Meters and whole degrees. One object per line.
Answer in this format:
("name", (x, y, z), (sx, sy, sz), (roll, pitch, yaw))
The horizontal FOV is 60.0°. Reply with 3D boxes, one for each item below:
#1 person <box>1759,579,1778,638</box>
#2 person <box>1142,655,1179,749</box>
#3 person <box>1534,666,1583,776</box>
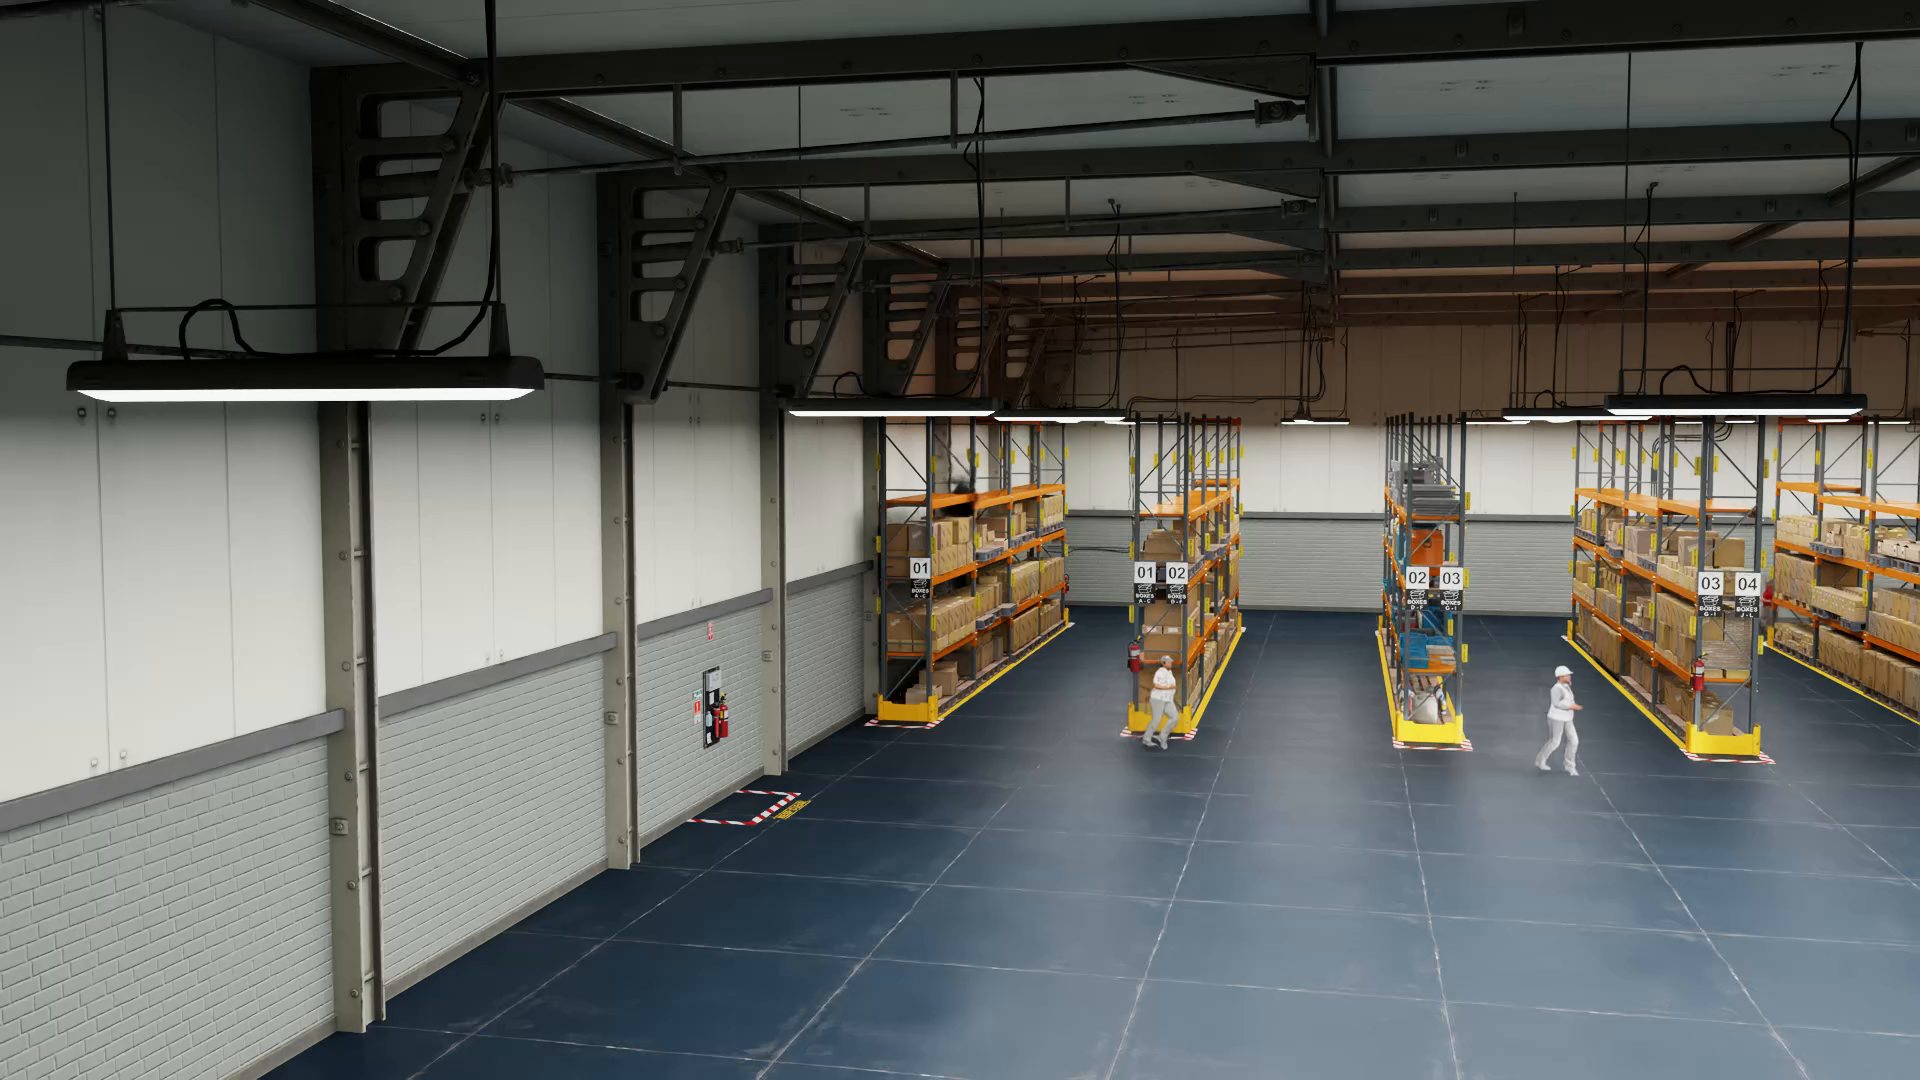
("person", (21.901, 1.895, 44.891), (0.663, 1.726, 0.827), (1, 4, 7))
("person", (3.652, 2.906, 29.732), (0.682, 1.696, 0.605), (3, 5, 41))
("person", (9.900, 2.995, 27.430), (0.765, 1.853, 0.668), (4, 5, 42))
